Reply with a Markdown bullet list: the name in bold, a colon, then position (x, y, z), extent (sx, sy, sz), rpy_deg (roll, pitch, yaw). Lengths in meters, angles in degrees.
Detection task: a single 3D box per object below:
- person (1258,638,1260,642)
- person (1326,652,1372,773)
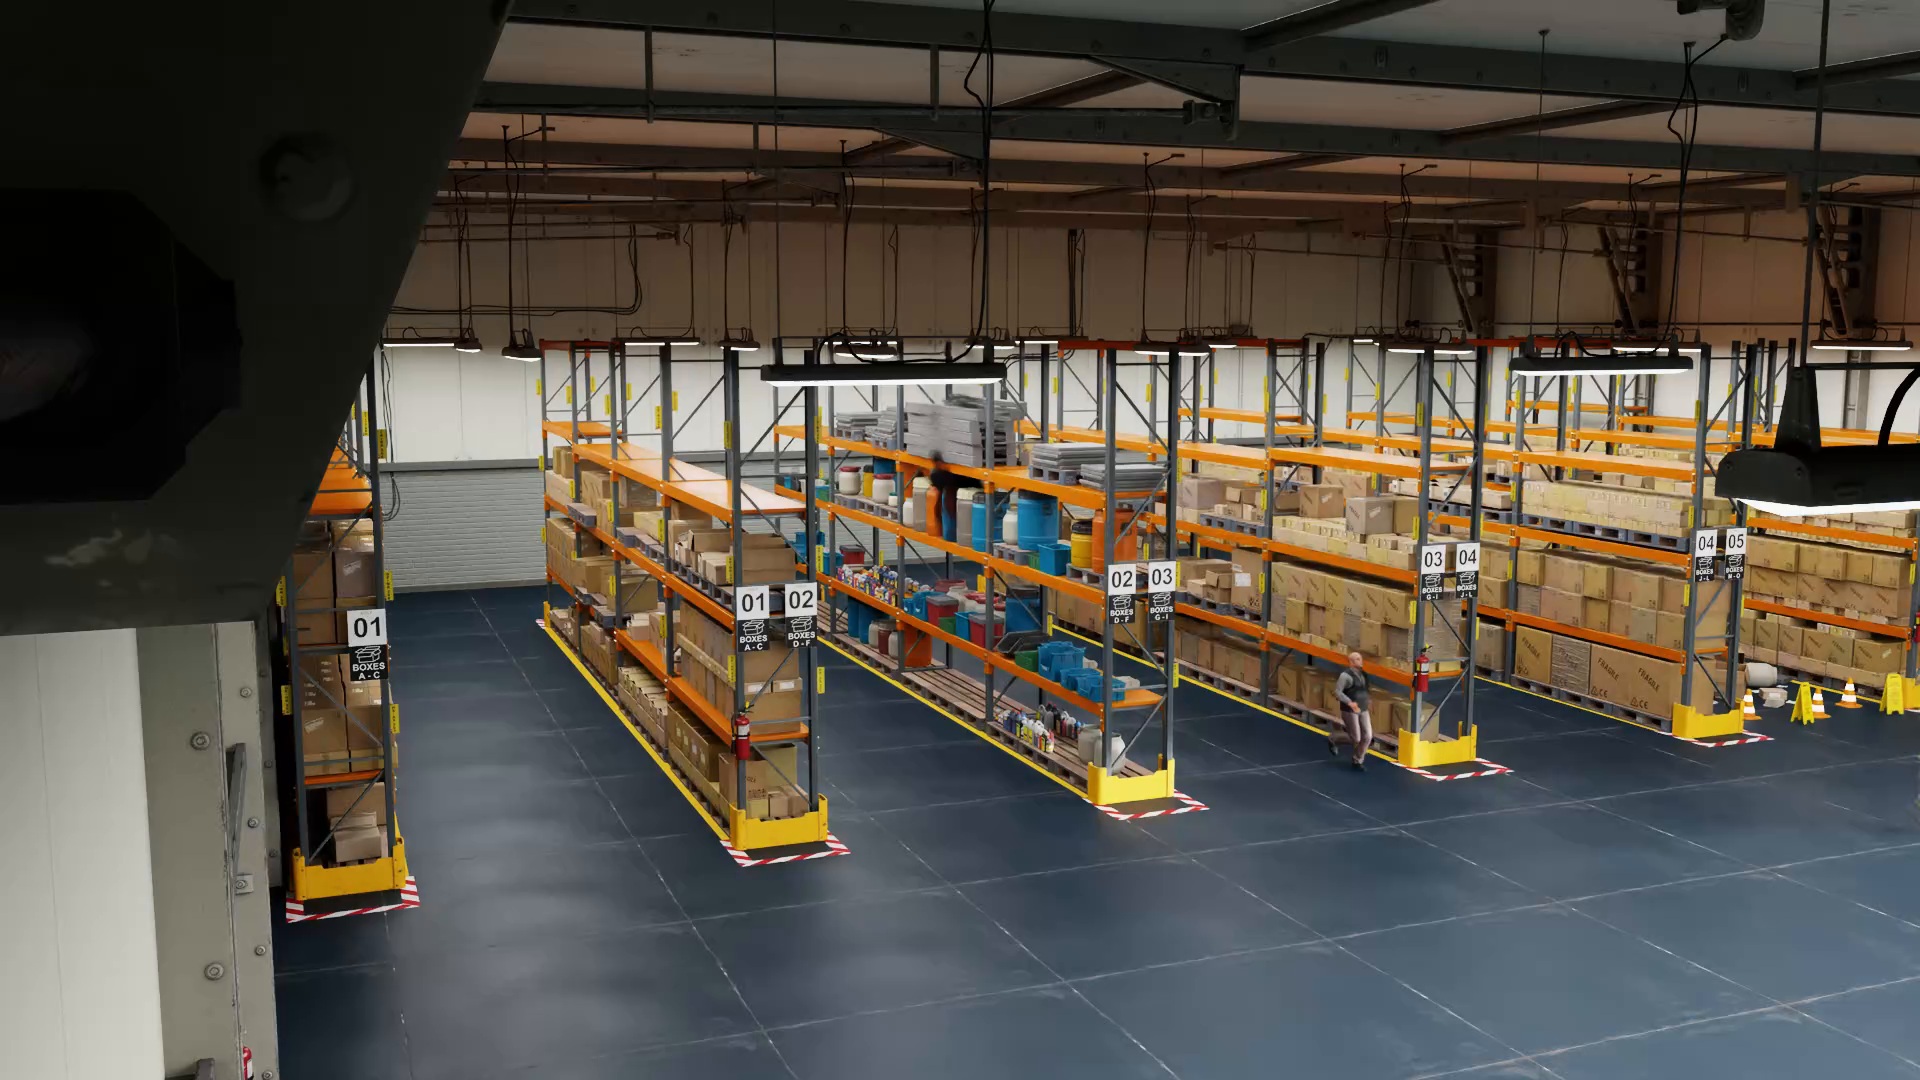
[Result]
- **person**: position (5.940, 1.223, 33.132), extent (0.613, 1.649, 0.726), rpy_deg (-4, 8, -26)
- **person**: position (5.592, 2.433, 23.750), extent (0.665, 1.700, 0.699), rpy_deg (-6, 9, -37)
